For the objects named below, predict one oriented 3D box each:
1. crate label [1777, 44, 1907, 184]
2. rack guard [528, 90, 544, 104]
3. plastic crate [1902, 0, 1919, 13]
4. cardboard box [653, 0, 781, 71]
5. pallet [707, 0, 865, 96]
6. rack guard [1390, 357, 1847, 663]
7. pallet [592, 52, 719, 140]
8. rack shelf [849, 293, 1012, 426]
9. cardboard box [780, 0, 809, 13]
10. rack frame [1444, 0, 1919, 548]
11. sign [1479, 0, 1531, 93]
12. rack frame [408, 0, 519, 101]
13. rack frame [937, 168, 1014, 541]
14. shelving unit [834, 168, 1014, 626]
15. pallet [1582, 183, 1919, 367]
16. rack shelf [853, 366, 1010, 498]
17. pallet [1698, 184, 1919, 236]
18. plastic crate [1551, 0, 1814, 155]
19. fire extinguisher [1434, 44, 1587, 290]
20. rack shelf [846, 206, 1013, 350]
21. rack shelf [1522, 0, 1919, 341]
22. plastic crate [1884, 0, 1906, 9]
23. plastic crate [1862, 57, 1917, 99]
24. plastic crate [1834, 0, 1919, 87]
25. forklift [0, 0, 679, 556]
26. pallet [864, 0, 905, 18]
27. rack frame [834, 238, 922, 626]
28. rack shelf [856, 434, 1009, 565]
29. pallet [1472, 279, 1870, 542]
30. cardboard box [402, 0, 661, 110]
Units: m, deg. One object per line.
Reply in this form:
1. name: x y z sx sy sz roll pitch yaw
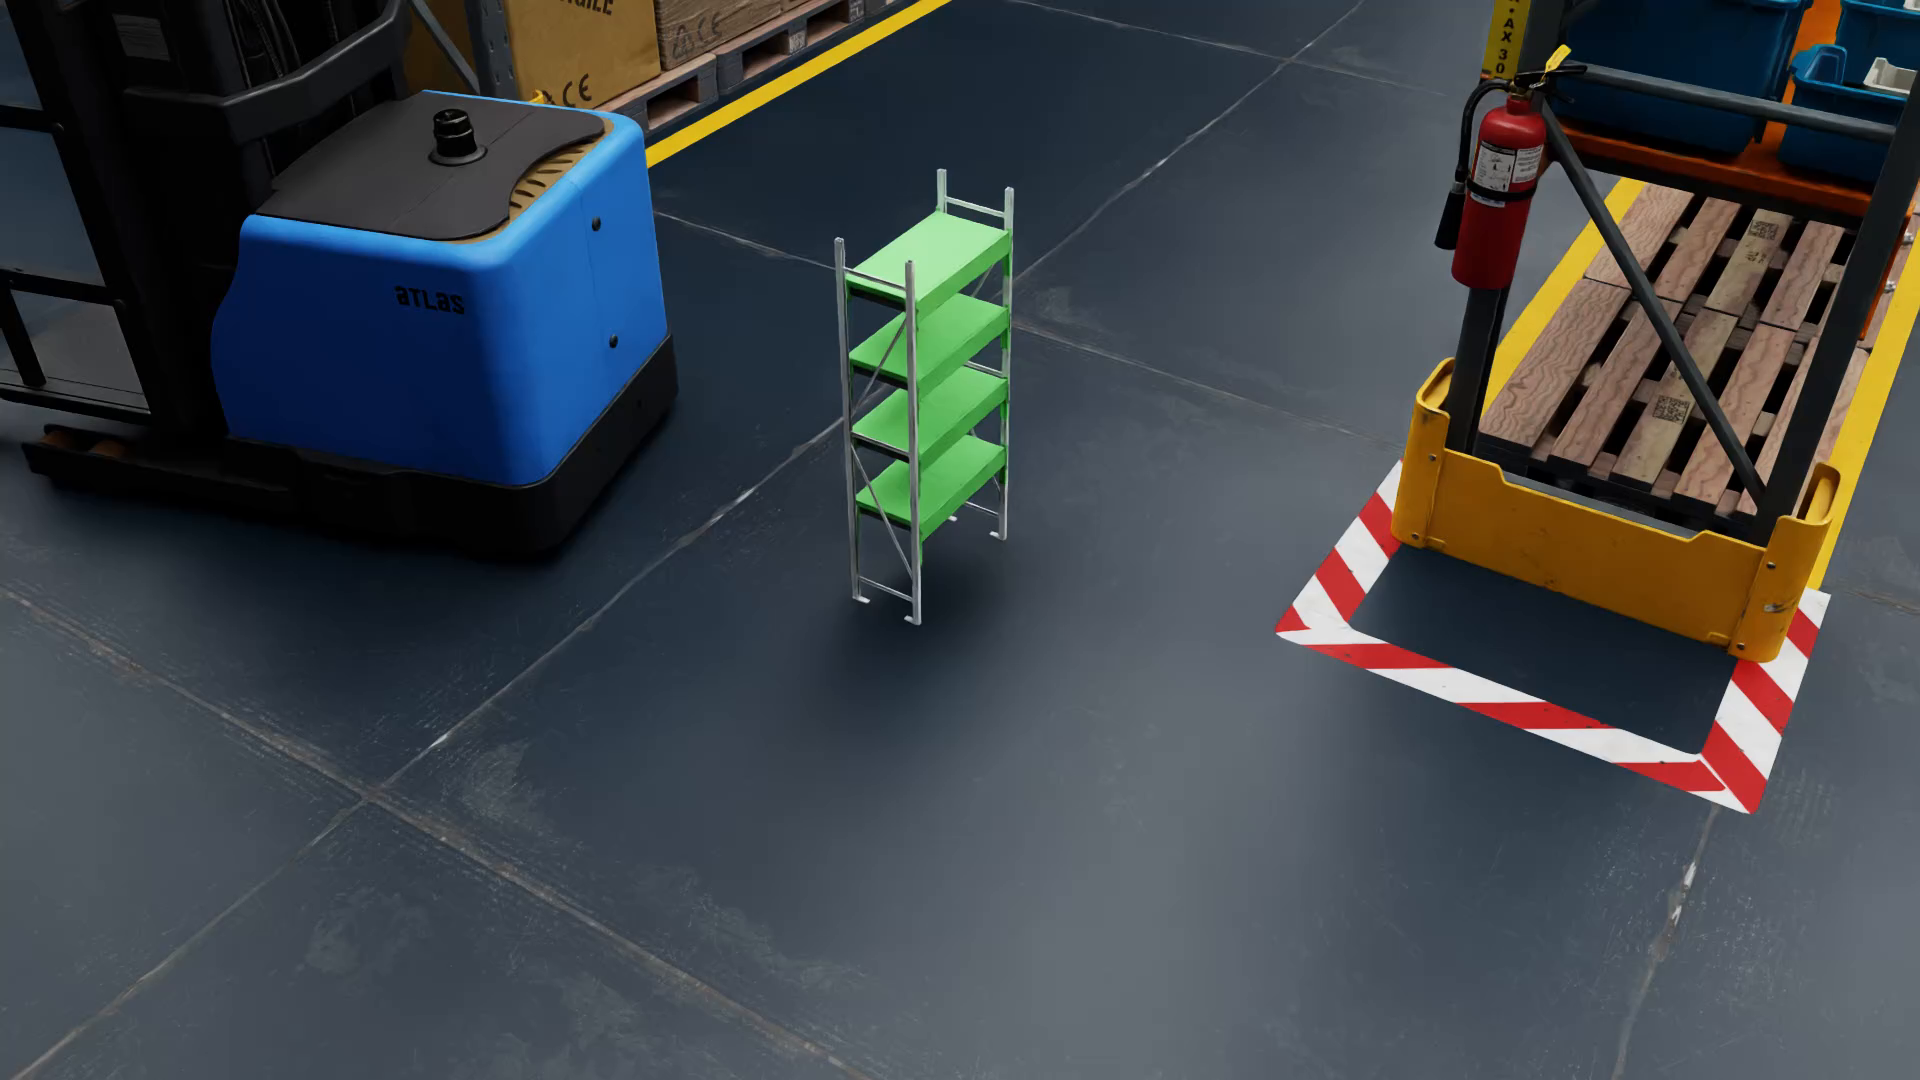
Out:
1. crate label: 2.340 -1.091 4.297 0.416 0.233 0.303 21 42 25
2. rack guard: -2.265 -1.732 7.087 1.175 0.500 0.348 21 42 25
3. plastic crate: 2.945 -1.541 4.959 0.250 0.136 0.298 21 42 25
4. cardboard box: -1.490 -2.884 7.931 0.875 0.875 0.875 21 42 25
5. pallet: -1.236 -2.694 8.572 1.003 0.211 1.213 21 42 25
6. rack guard: 1.928 -0.108 4.980 1.175 0.500 0.348 21 42 25
7. pallet: -1.890 -2.068 7.759 1.003 0.211 1.213 21 42 25
8. rack shelf: -0.089 -0.529 4.665 0.258 0.148 0.480 21 42 25
9. cardboard box: -1.013 -3.343 8.526 0.875 0.875 0.875 21 42 25
10. rack frame: 1.930 -1.114 4.239 1.000 3.000 0.127 21 42 25
11. sign: 1.457 -1.350 4.411 0.100 0.325 0.005 21 42 25
12. rack frame: -2.252 -2.734 6.340 1.000 3.000 0.127 21 42 25
13. rack frame: 0.042 -0.516 4.936 0.240 1.200 0.015 21 42 25
14. shelving unit: -0.089 -0.390 4.773 0.258 1.200 0.503 21 42 25
15. pallet: 3.059 -1.049 6.438 1.003 0.211 1.213 21 42 25
16. rack shelf: -0.089 -0.339 4.812 0.258 0.148 0.480 21 42 25
17. pallet: 3.712 -1.680 7.257 1.003 0.211 1.213 21 42 25
18. plastic crate: 1.951 -1.386 4.513 0.616 0.435 0.499 21 42 25
19. fire extinguisher: 1.465 -1.007 4.468 0.296 0.674 0.183 21 42 25
20. rack shelf: -0.089 -0.719 4.519 0.258 0.148 0.480 21 42 25
21. rack shelf: 3.001 -1.860 5.796 1.077 0.370 4.000 21 42 25
22. plastic crate: 3.045 -1.770 5.177 0.416 0.233 0.300 21 42 25
23. plastic crate: 2.582 -1.191 4.506 0.250 0.136 0.298 21 42 25
24. plastic crate: 2.693 -1.431 4.737 0.416 0.233 0.300 21 42 25
25. forklift: -2.556 -1.618 4.948 3.031 2.935 1.130 10 39 13
26. pallet: -0.583 -3.326 9.391 1.003 0.211 1.213 21 42 25
27. rack frame: -0.219 -0.264 4.610 0.240 1.200 0.015 21 42 25
28. rack shelf: -0.089 -0.149 4.959 0.258 0.148 0.480 21 42 25
29. pallet: 2.404 -0.422 5.625 1.003 0.211 1.213 21 42 25
30. cardboard box: -1.977 -2.415 7.323 0.875 0.875 0.875 21 42 25
